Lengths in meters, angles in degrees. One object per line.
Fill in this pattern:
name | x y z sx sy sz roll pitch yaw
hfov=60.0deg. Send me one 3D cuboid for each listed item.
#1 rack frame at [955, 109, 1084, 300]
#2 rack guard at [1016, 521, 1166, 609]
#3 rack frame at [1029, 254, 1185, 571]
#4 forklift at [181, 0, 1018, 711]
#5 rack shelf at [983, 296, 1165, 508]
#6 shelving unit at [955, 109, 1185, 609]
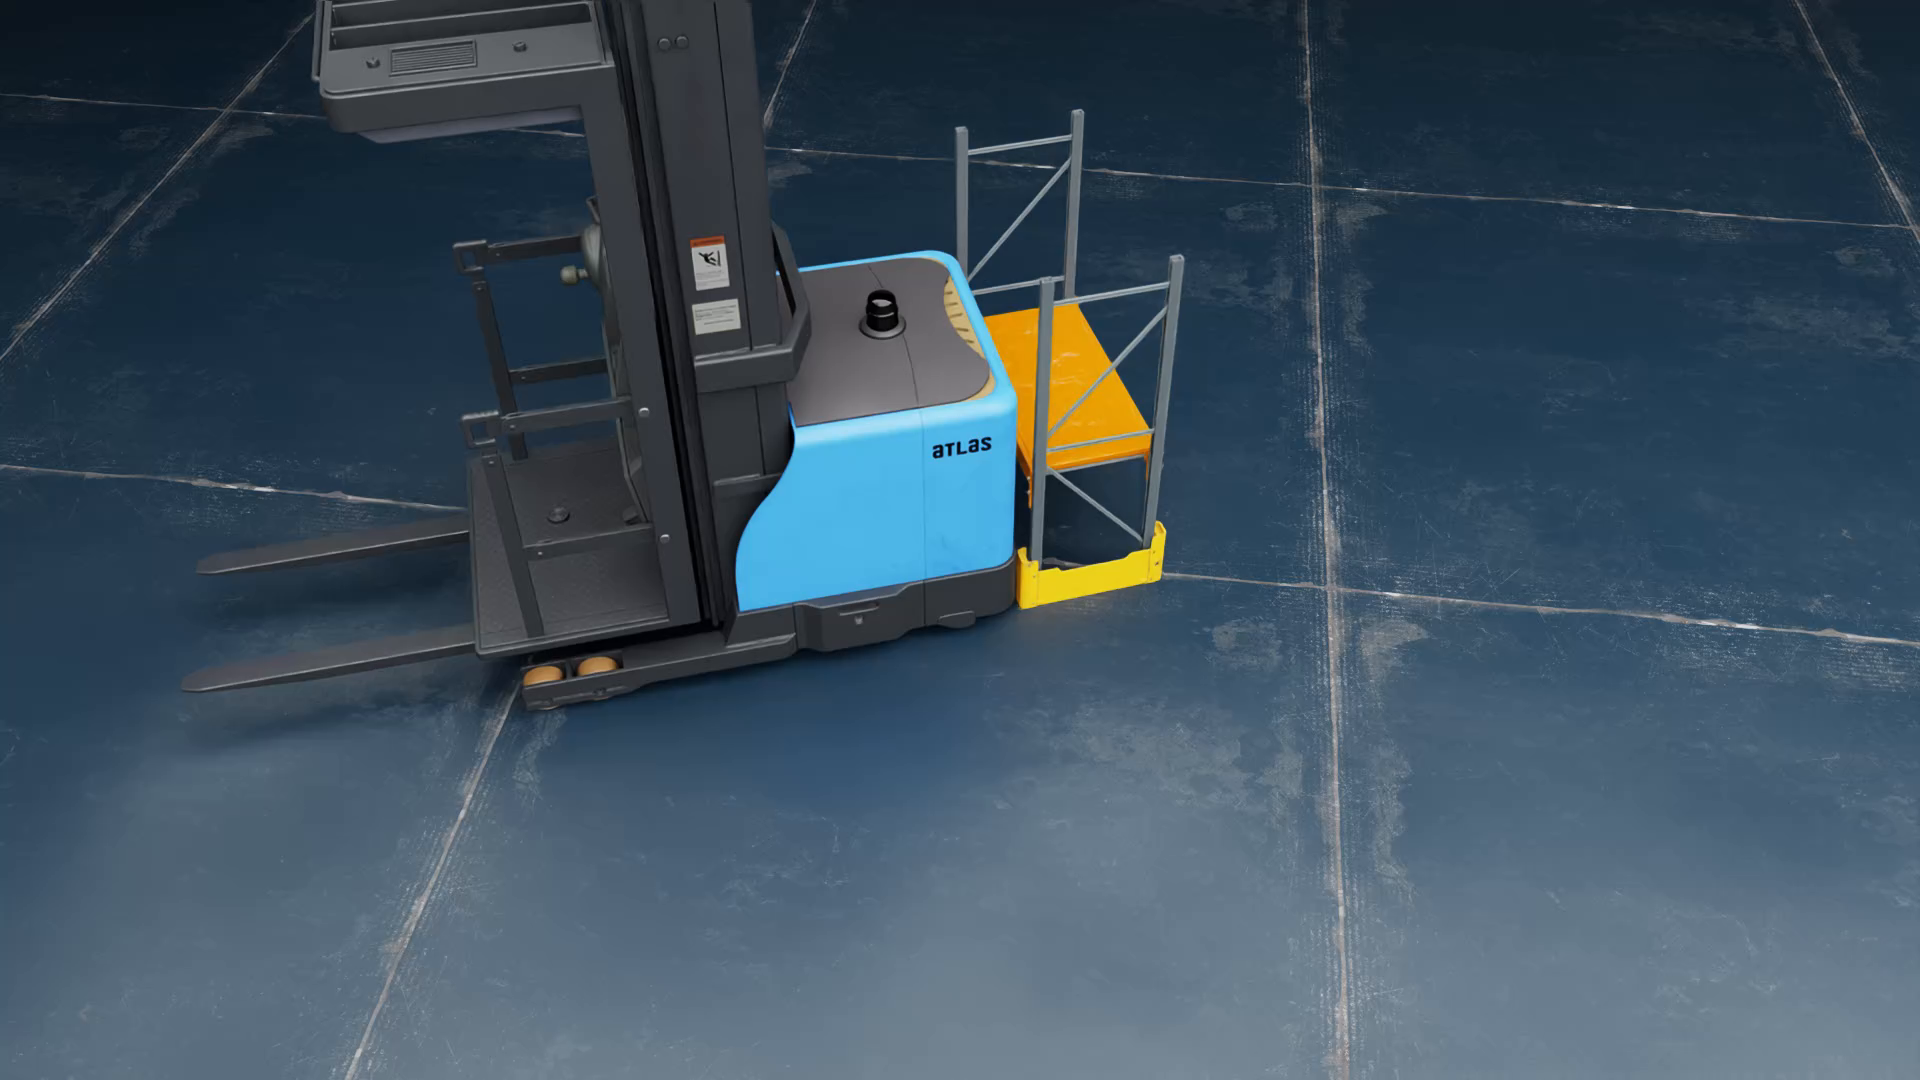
rack frame | 0.225 -1.028 6.745 0.500 1.500 0.032 -11 45 -12
rack guard | 0.507 0.096 6.466 0.587 0.250 0.087 -11 45 -12
rack frame | 0.507 -0.357 6.036 0.500 1.500 0.032 -11 45 -12
forklift | -1.360 -0.845 5.511 3.031 2.935 1.130 -10 44 -10
rack shelf | 0.366 -0.562 6.514 0.538 0.185 1.000 -11 45 -12
shelving unit | 0.369 -0.686 6.384 0.587 1.500 1.083 -11 45 -12
